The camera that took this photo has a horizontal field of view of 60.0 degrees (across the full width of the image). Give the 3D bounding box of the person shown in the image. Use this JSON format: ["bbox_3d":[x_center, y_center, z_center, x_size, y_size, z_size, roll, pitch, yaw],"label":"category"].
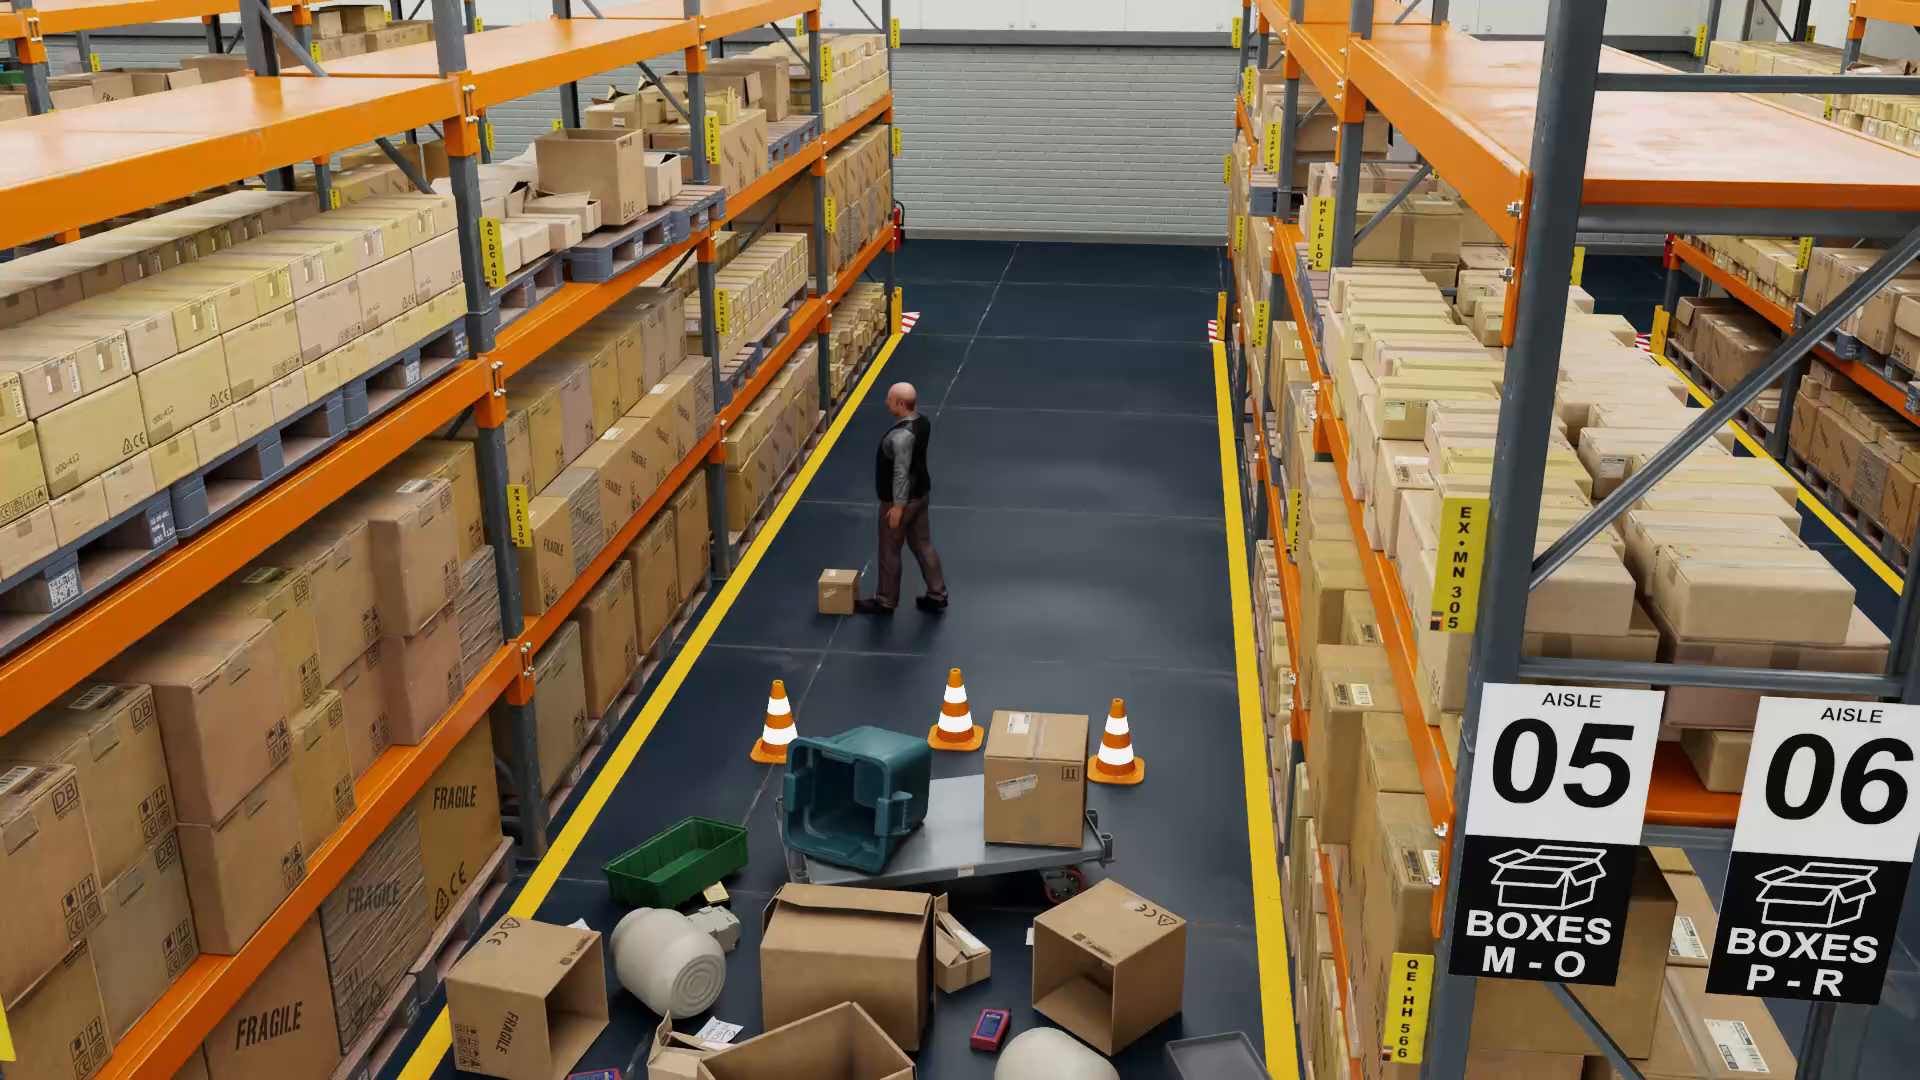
[{"bbox_3d":[-0.421,-0.293,11.865,0.666,1.724,0.561,8,22,20],"label":"person"}]
